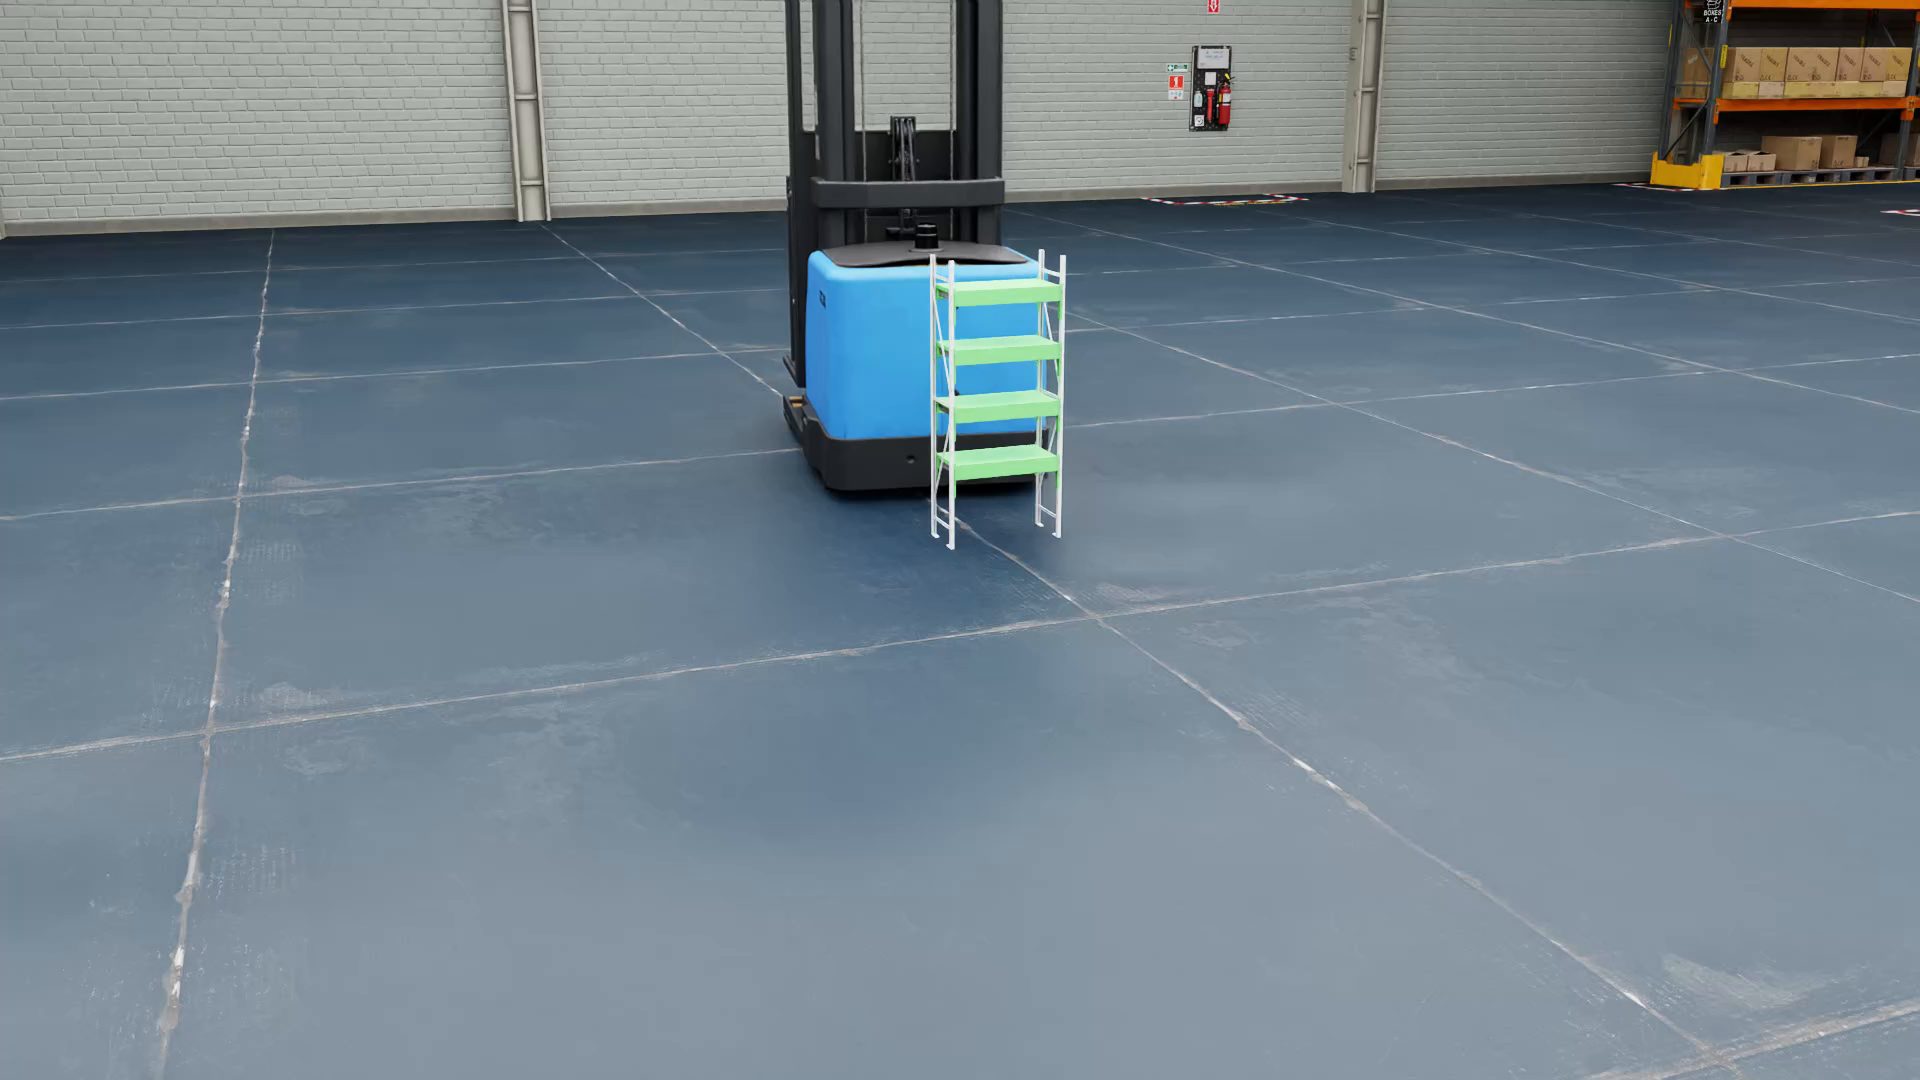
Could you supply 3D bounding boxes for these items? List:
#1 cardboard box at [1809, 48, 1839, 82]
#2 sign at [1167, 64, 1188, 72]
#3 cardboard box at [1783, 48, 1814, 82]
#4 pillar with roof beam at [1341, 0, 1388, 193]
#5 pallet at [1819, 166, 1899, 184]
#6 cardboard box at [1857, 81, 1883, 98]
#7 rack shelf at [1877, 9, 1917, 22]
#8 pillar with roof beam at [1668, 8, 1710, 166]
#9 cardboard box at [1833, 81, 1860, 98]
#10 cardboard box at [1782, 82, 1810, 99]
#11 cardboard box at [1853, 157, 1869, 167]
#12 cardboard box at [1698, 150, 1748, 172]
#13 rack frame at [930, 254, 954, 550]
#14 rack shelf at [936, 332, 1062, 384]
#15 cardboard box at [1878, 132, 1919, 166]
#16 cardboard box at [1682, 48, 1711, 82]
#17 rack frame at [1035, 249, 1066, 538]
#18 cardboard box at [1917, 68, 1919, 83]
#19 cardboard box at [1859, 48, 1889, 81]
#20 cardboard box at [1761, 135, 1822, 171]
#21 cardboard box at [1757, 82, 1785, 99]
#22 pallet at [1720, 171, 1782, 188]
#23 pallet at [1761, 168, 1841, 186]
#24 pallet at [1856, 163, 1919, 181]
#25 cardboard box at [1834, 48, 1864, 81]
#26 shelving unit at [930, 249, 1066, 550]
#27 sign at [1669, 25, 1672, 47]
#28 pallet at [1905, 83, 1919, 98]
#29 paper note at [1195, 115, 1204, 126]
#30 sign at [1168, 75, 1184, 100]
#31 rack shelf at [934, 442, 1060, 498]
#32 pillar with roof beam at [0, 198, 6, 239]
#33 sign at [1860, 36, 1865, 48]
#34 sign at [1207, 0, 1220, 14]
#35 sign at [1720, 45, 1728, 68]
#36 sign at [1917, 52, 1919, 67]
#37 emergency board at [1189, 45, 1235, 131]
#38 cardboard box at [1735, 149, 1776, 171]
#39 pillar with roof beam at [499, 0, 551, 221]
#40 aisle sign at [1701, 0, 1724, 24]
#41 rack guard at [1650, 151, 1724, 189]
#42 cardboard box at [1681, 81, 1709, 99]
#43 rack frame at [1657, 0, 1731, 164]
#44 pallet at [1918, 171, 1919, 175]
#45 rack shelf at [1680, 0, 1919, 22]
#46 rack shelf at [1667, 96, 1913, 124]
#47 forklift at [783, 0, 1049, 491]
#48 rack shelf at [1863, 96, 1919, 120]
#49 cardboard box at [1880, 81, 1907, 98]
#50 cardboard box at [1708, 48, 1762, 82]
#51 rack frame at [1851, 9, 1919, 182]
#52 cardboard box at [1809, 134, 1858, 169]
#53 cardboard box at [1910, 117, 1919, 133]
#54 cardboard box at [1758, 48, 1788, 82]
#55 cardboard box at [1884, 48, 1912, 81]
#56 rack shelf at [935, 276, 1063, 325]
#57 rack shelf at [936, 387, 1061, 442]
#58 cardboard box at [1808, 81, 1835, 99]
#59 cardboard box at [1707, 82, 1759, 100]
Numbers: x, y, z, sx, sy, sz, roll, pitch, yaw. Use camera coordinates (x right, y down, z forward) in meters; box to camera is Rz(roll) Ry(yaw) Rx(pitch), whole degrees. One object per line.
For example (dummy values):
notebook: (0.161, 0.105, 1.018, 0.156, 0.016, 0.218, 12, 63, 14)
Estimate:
cardboard box: (13.155, -7.347, 25.694, 0.500, 0.500, 0.500, -6, 17, -18)
sign: (3.048, -6.623, 23.324, 0.331, 0.109, 0.001, -6, 17, -20)
cardboard box: (12.677, -7.292, 25.506, 0.500, 0.500, 0.500, -7, 18, -22)
pillar with roof beam: (7.456, -8.367, 19.619, 0.400, 9.000, 9.100, -6, 17, -20)
pallet: (14.294, -5.916, 26.870, 1.213, 0.211, 1.003, -6, 17, -20)
cardboard box: (14.107, -7.093, 26.160, 0.500, 0.250, 0.500, -6, 17, -20)
rack shelf: (16.776, -8.627, 27.105, 4.000, 0.370, 1.077, -6, 17, -20)
pillar with roof beam: (13.058, -8.972, 21.679, 0.400, 9.000, 9.100, -6, 17, -20)
cardboard box: (13.643, -7.039, 25.974, 0.500, 0.250, 0.500, -6, 17, -20)
cardboard box: (12.701, -6.937, 25.628, 0.500, 0.250, 0.500, -6, 18, -21)
cardboard box: (14.420, -6.121, 26.866, 0.250, 0.166, 0.380, -9, 18, -27)
cardboard box: (11.852, -5.895, 25.840, 0.500, 0.311, 0.500, -8, 18, -26)
rack frame: (-0.073, -0.568, 6.902, 0.015, 1.200, 0.240, -6, 17, -20)
rack shelf: (0.155, -0.761, 6.936, 0.480, 0.148, 0.258, -6, 17, -20)
cardboard box: (15.590, -6.422, 27.298, 0.500, 0.500, 0.700, -6, 17, -18)
cardboard box: (11.538, -7.329, 25.631, 0.500, 0.500, 0.500, -6, 18, -21)
rack frame: (0.382, -0.617, 7.070, 0.015, 1.200, 0.240, -6, 17, -20)
cardboard box: (15.396, -7.633, 26.808, 0.500, 0.500, 0.700, -6, 17, -20)
cardboard box: (14.114, -7.448, 26.036, 0.500, 0.500, 0.500, -6, 17, -20)
cardboard box: (13.087, -6.104, 26.216, 0.500, 0.500, 0.700, -7, 18, -24)
cardboard box: (12.223, -6.887, 25.459, 0.500, 0.250, 0.500, -7, 18, -22)
pallet: (12.016, -5.670, 26.033, 1.213, 0.211, 1.003, -6, 17, -20)
pallet: (13.153, -5.792, 26.448, 1.213, 0.211, 1.003, -6, 17, -20)
pallet: (15.635, -6.072, 27.401, 1.213, 0.211, 1.003, -6, 17, -20)
cardboard box: (13.640, -7.400, 25.873, 0.500, 0.500, 0.500, -7, 18, -22)
shelving unit: (0.155, -0.592, 6.986, 0.503, 1.200, 0.258, -6, 17, -20)
sign: (10.994, -7.783, 25.663, 0.005, 0.325, 0.100, -6, 17, -20)
pallet: (15.675, -7.278, 26.899, 1.213, 0.211, 1.003, -6, 17, -20)
paper note: (3.404, -5.960, 23.633, 0.142, 0.148, 0.016, -6, 17, -20)
sign: (3.041, -6.371, 23.405, 0.234, 0.329, 0.001, -6, 17, -20)
rack shelf: (0.155, -0.301, 7.072, 0.480, 0.148, 0.258, -6, 17, -20)
pillar with roof beam: (-9.353, -6.552, 13.440, 0.400, 9.000, 9.100, -6, 17, -20)
sign: (14.707, -8.032, 27.073, 0.005, 0.325, 0.100, -6, 17, -20)
sign: (3.551, -7.520, 23.267, 0.199, 0.298, 0.001, -6, 17, -20)
sign: (11.368, -7.201, 24.758, 0.005, 0.325, 0.100, -6, 17, -20)
sign: (15.110, -7.605, 26.134, 0.005, 0.325, 0.100, -6, 17, -20)
emergency board: (3.594, -6.382, 23.508, 0.643, 1.169, 0.194, -6, 17, -20)
cardboard box: (12.384, -5.952, 26.036, 0.500, 0.311, 0.500, -5, 17, -15)
pillar with roof beam: (-3.750, -7.157, 15.499, 0.400, 9.000, 9.100, -6, 17, -20)
aisle sign: (11.214, -8.089, 24.707, 0.004, 0.787, 0.394, -6, 17, -20)
rack guard: (11.245, -5.736, 25.745, 0.348, 0.500, 1.175, -6, 17, -20)
cardboard box: (11.541, -6.964, 25.719, 0.500, 0.250, 0.500, -6, 17, -19)
rack frame: (11.174, -6.928, 25.366, 0.127, 3.000, 1.000, -6, 17, -20)
pallet: (16.776, -6.196, 27.824, 1.213, 0.211, 1.003, -6, 17, -20)
rack shelf: (13.041, -8.224, 25.732, 4.000, 0.370, 1.077, -6, 17, -20)
rack shelf: (13.041, -6.784, 26.154, 4.000, 0.370, 1.077, -6, 17, -20)
forklift: (-0.374, -2.004, 8.722, 1.130, 2.935, 3.031, -3, 17, -11)
rack shelf: (16.776, -7.188, 27.528, 4.000, 0.370, 1.077, -6, 17, -20)
cardboard box: (14.575, -7.141, 26.324, 0.500, 0.250, 0.500, -6, 17, -20)
cardboard box: (11.727, -7.194, 25.174, 0.500, 0.500, 0.500, -6, 17, -20)
rack frame: (14.909, -7.331, 26.740, 0.127, 3.000, 1.000, -6, 17, -20)
cardboard box: (13.954, -6.228, 26.638, 0.500, 0.500, 0.500, -8, 18, -24)
cardboard box: (16.000, -6.827, 27.346, 0.500, 0.250, 0.500, -7, 18, -21)
cardboard box: (12.192, -7.242, 25.334, 0.500, 0.500, 0.500, -6, 17, -20)
cardboard box: (14.578, -7.500, 26.213, 0.500, 0.500, 0.500, -6, 17, -20)
rack shelf: (0.155, -0.992, 6.869, 0.480, 0.148, 0.258, -6, 17, -20)
rack shelf: (0.155, -0.531, 7.004, 0.480, 0.148, 0.258, -6, 17, -20)
cardboard box: (13.173, -6.988, 25.800, 0.500, 0.250, 0.500, -6, 17, -20)
cardboard box: (11.743, -6.831, 25.268, 0.500, 0.250, 0.500, -7, 18, -22)
